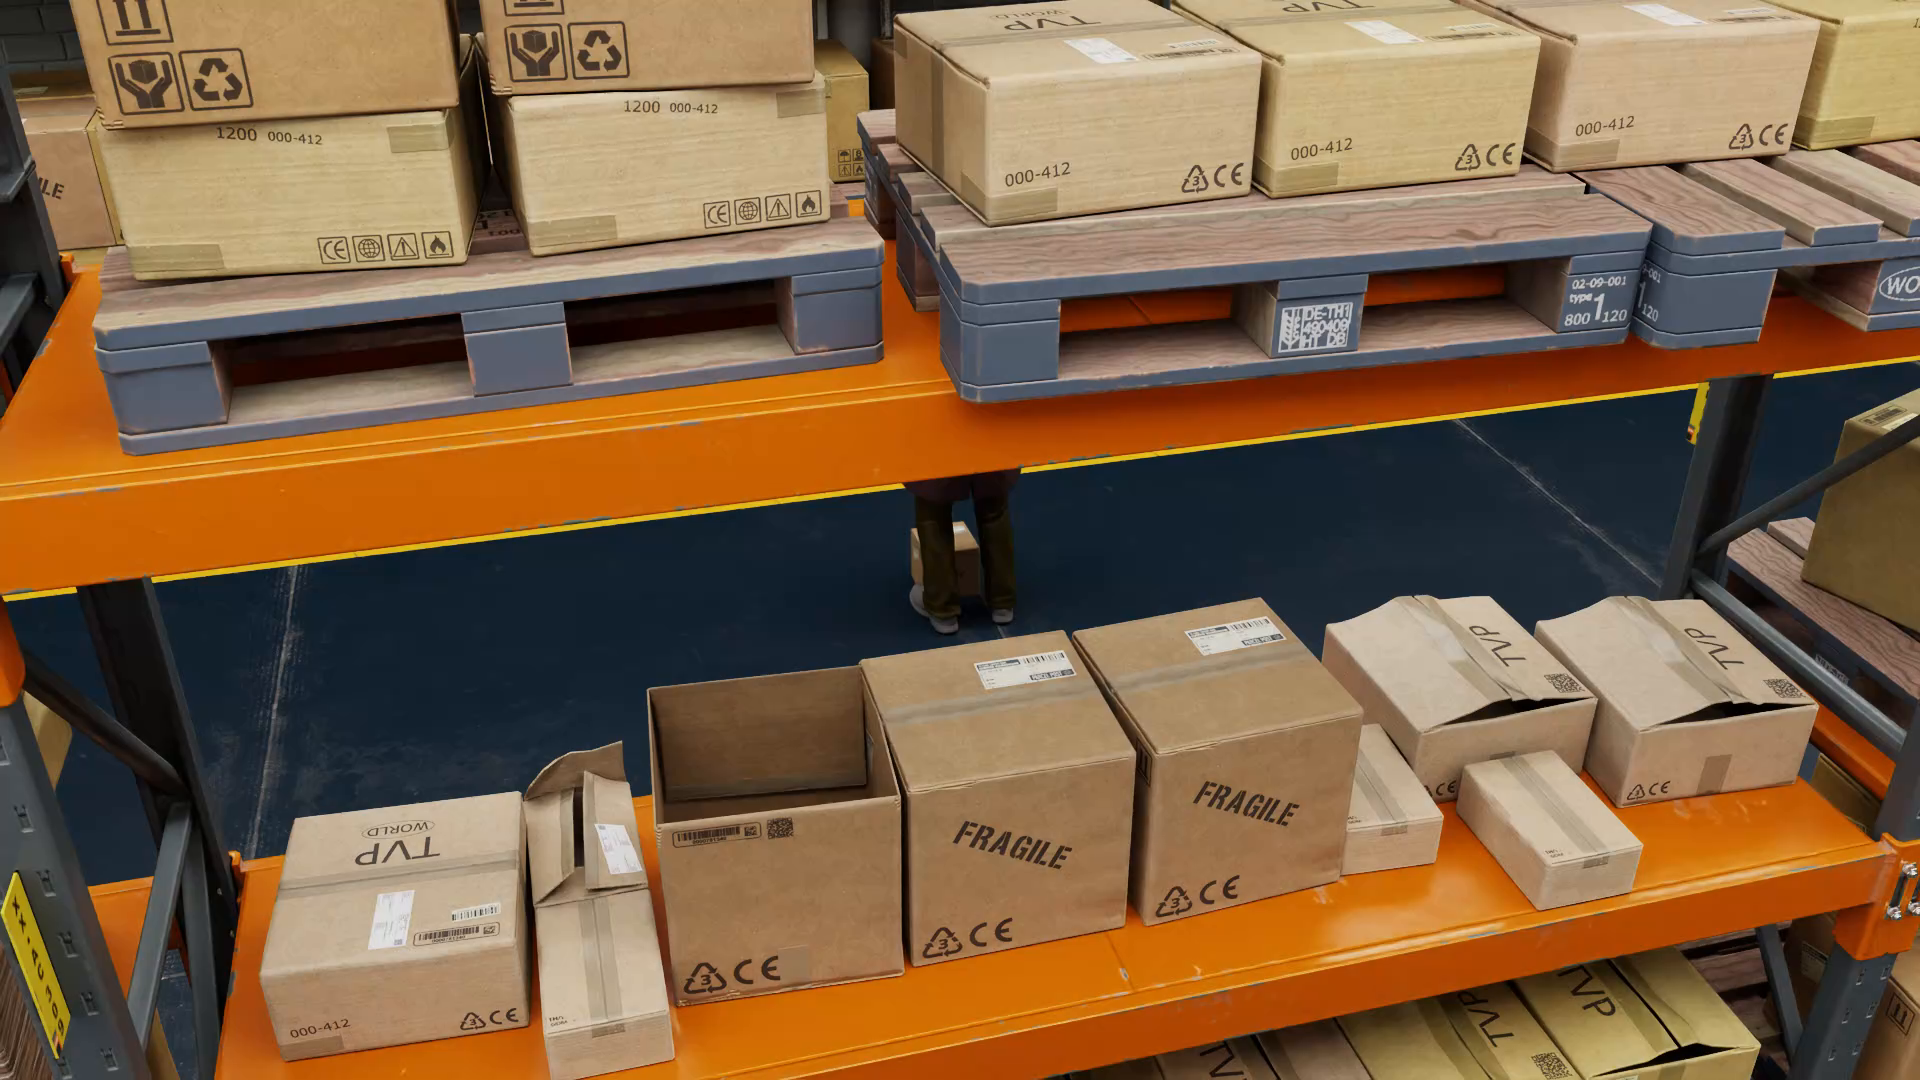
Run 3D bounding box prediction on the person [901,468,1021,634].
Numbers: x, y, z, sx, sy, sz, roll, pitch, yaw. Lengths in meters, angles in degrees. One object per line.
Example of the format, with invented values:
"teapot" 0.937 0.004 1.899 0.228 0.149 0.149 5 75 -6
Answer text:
"person" 0.000 -0.442 6.915 0.643 1.772 0.429 -9 31 -16
